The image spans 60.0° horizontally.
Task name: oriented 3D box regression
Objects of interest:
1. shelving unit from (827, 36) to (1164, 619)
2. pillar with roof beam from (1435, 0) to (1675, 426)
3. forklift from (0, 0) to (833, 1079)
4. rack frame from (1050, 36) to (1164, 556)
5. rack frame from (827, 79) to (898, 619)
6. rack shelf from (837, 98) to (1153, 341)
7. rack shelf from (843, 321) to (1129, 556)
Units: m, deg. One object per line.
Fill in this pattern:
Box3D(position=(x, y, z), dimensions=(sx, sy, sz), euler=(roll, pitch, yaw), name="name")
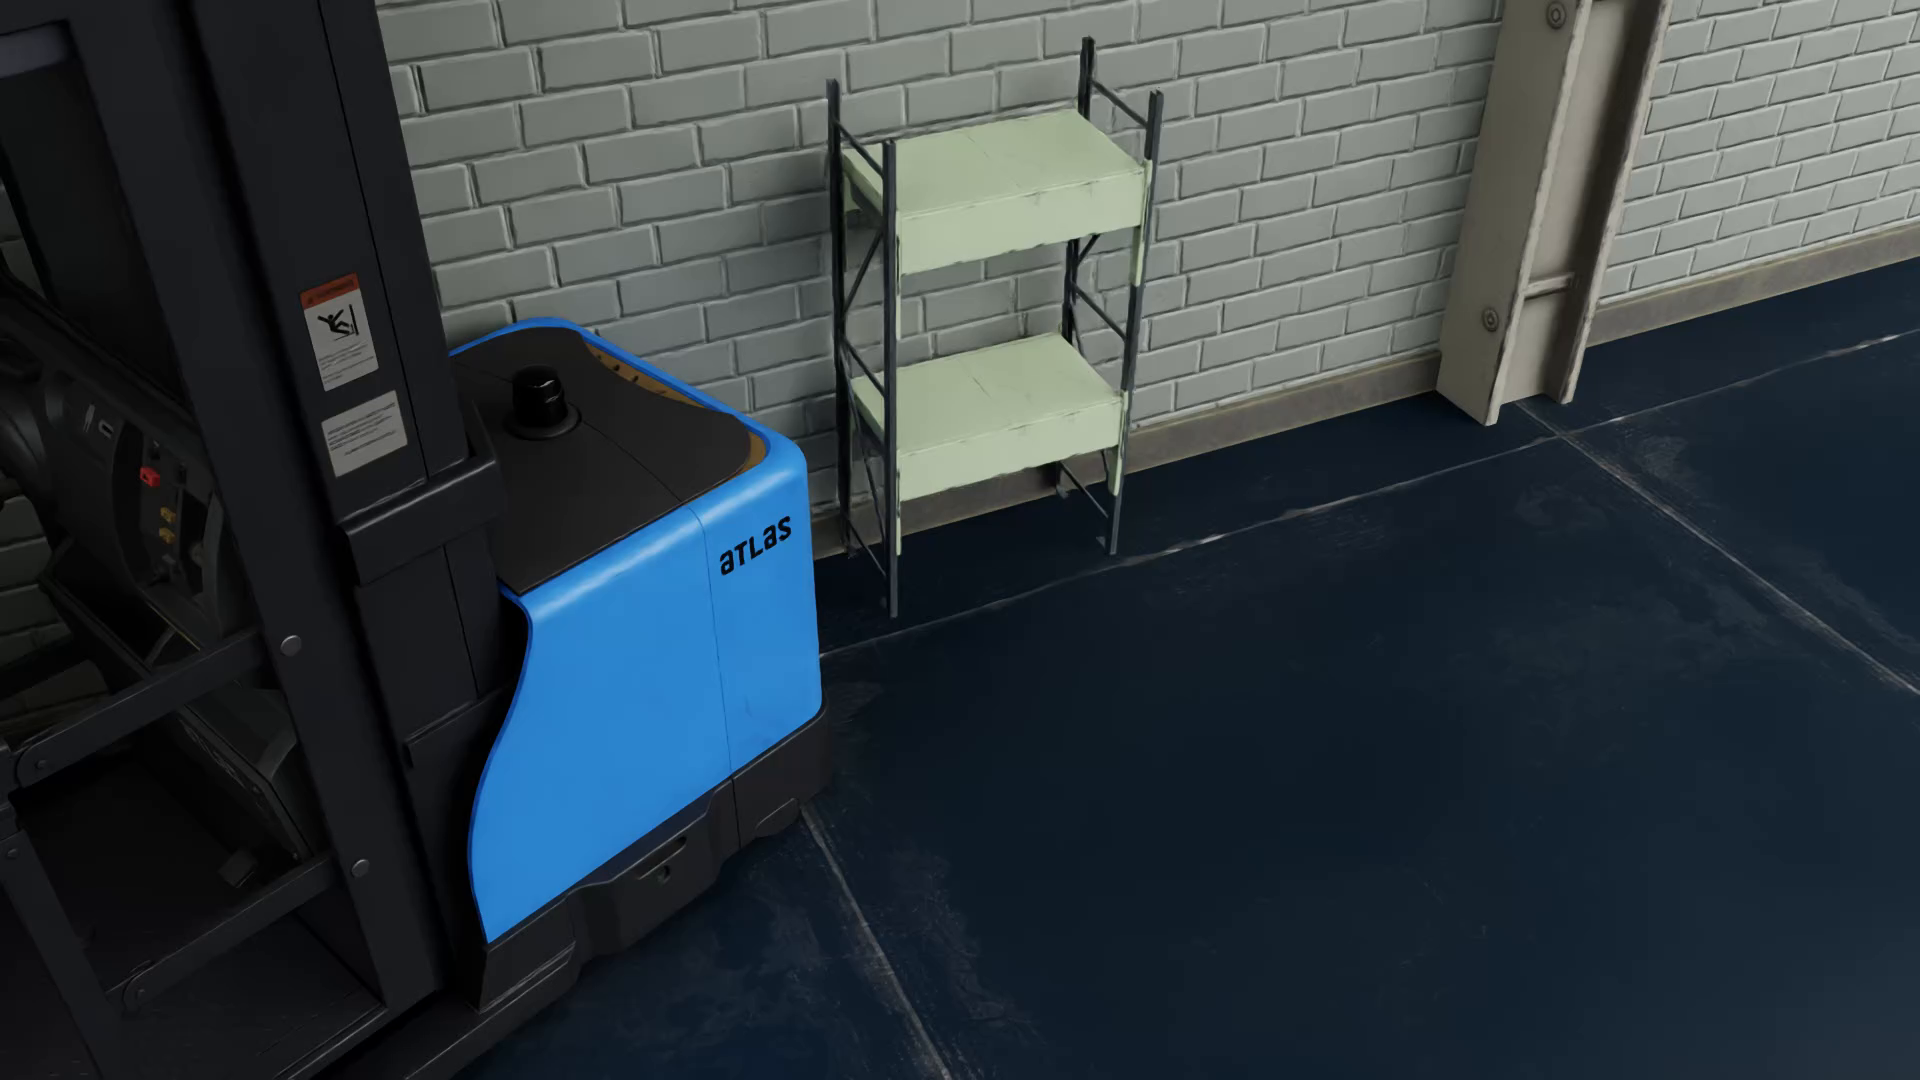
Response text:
Box3D(position=(0.071, -0.560, 4.663), dimensions=(0.755, 1.500, 0.431), euler=(-15, 42, -20), name="shelving unit")
Box3D(position=(3.769, -1.821, 0.152), dimensions=(0.400, 9.000, 9.100), euler=(-16, 39, -20), name="pillar with roof beam")
Box3D(position=(-1.694, -0.066, 2.879), dimensions=(1.130, 2.935, 3.031), euler=(28, 45, 33), name="forklift")
Box3D(position=(0.403, -0.651, 4.787), dimensions=(0.023, 1.500, 0.400), euler=(-15, 42, -20), name="rack frame")
Box3D(position=(-0.261, -0.468, 4.539), dimensions=(0.023, 1.500, 0.400), euler=(-15, 42, -20), name="rack frame")
Box3D(position=(0.080, -0.862, 4.417), dimensions=(0.720, 0.370, 0.431), euler=(-15, 42, -20), name="rack shelf")
Box3D(position=(0.064, -0.307, 4.869), dimensions=(0.720, 0.370, 0.431), euler=(-15, 42, -20), name="rack shelf")
